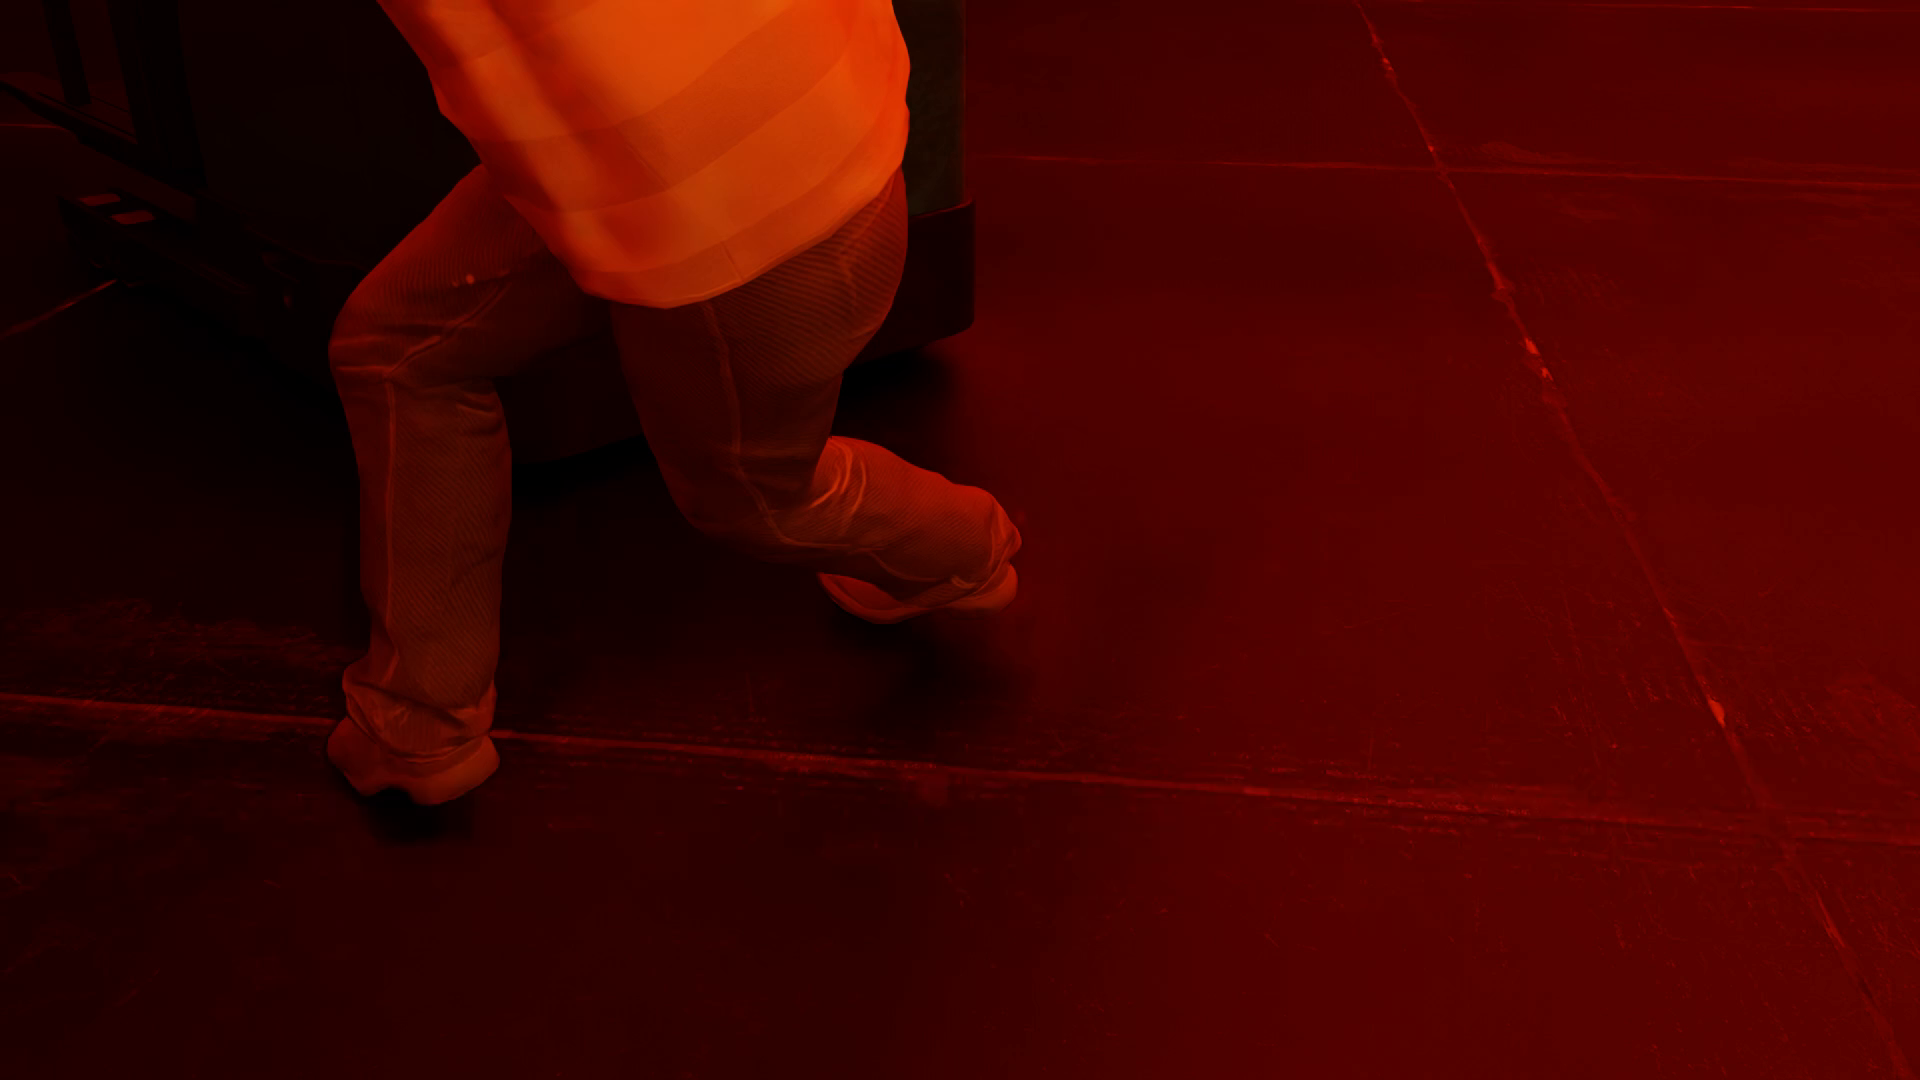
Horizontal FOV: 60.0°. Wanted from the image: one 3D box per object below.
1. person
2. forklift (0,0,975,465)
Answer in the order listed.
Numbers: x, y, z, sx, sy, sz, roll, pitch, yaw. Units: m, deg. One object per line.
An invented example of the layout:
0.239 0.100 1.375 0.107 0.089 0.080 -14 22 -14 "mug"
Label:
-0.462 -0.453 1.698 1.003 1.545 0.943 4 27 9 "person"
-1.352 -1.994 3.213 1.130 2.935 3.031 -23 35 -38 "forklift"
